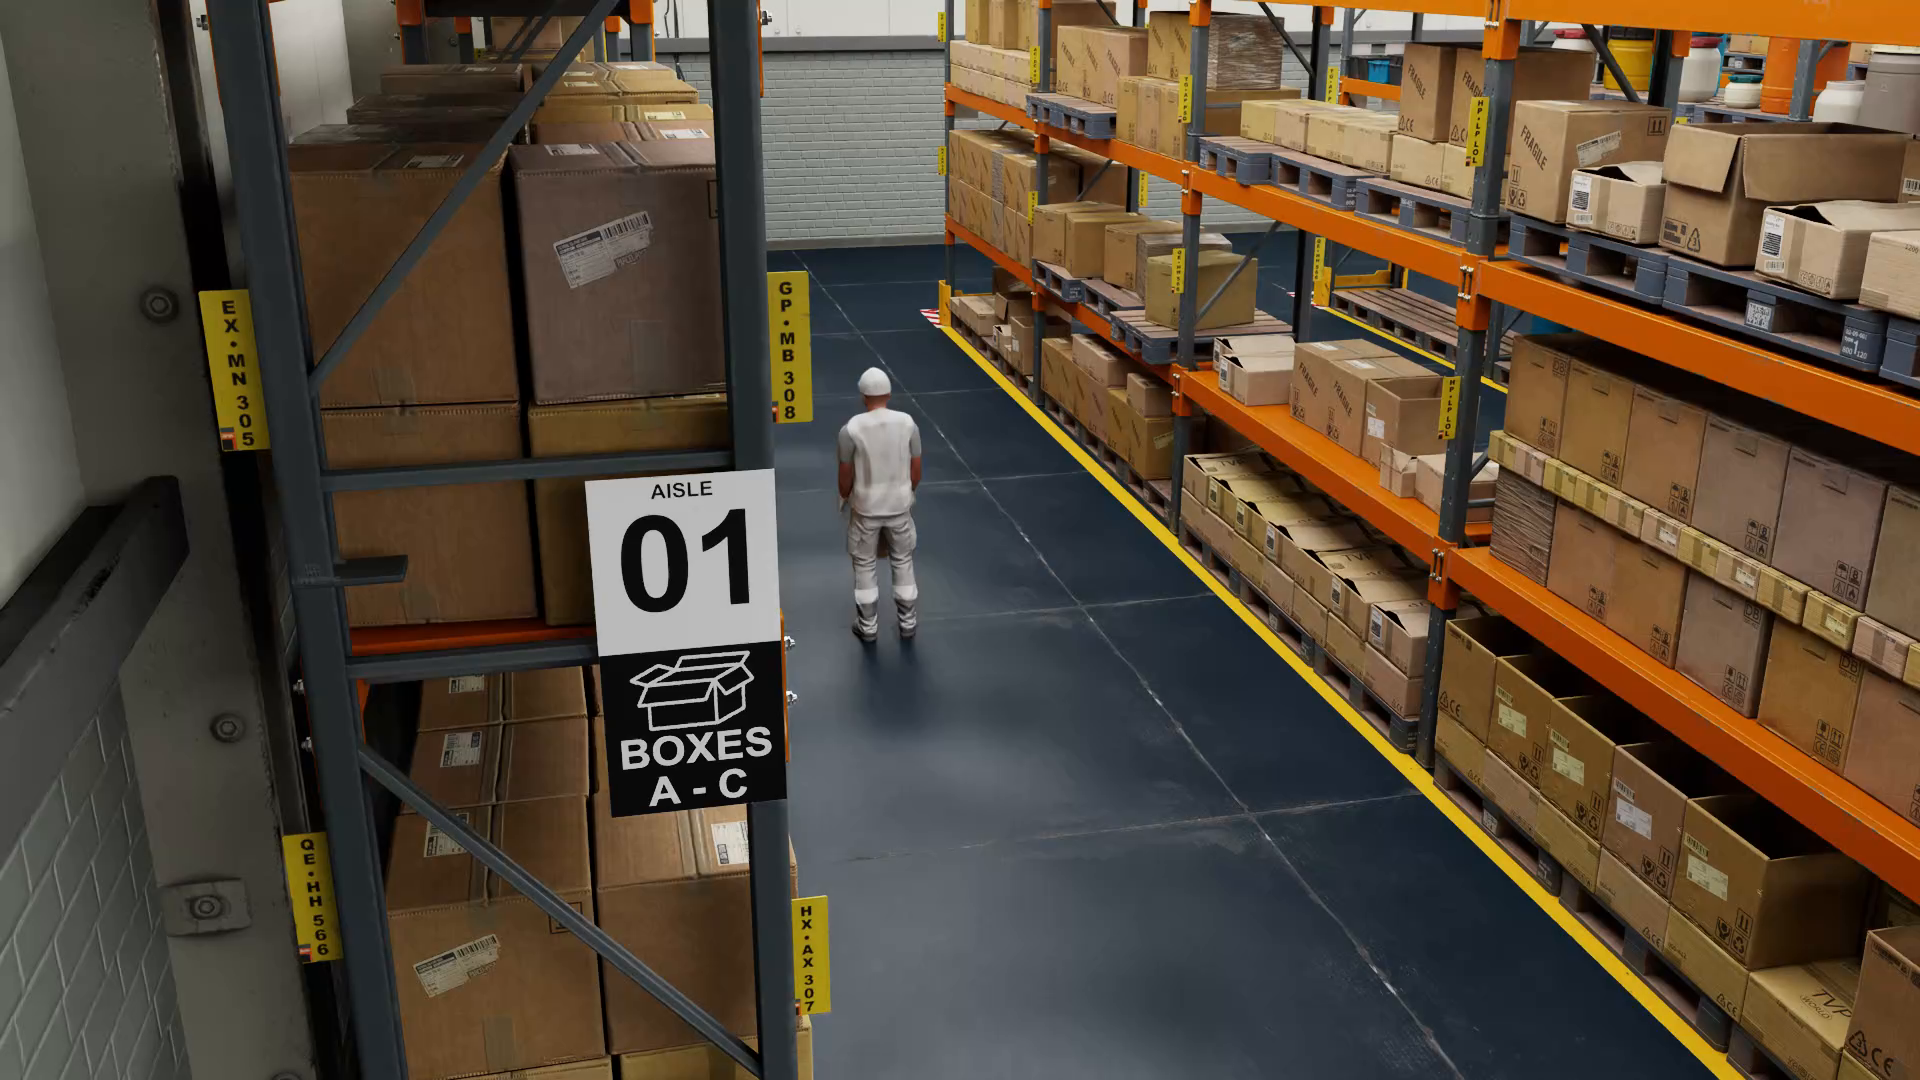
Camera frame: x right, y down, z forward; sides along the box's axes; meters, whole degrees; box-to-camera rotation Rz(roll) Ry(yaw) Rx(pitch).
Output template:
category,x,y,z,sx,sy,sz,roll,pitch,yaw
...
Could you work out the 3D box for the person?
category,x,y,z,sx,sy,sz,roll,pitch,yaw
person,-0.513,-0.217,10.651,0.547,1.787,0.404,-5,20,-14
